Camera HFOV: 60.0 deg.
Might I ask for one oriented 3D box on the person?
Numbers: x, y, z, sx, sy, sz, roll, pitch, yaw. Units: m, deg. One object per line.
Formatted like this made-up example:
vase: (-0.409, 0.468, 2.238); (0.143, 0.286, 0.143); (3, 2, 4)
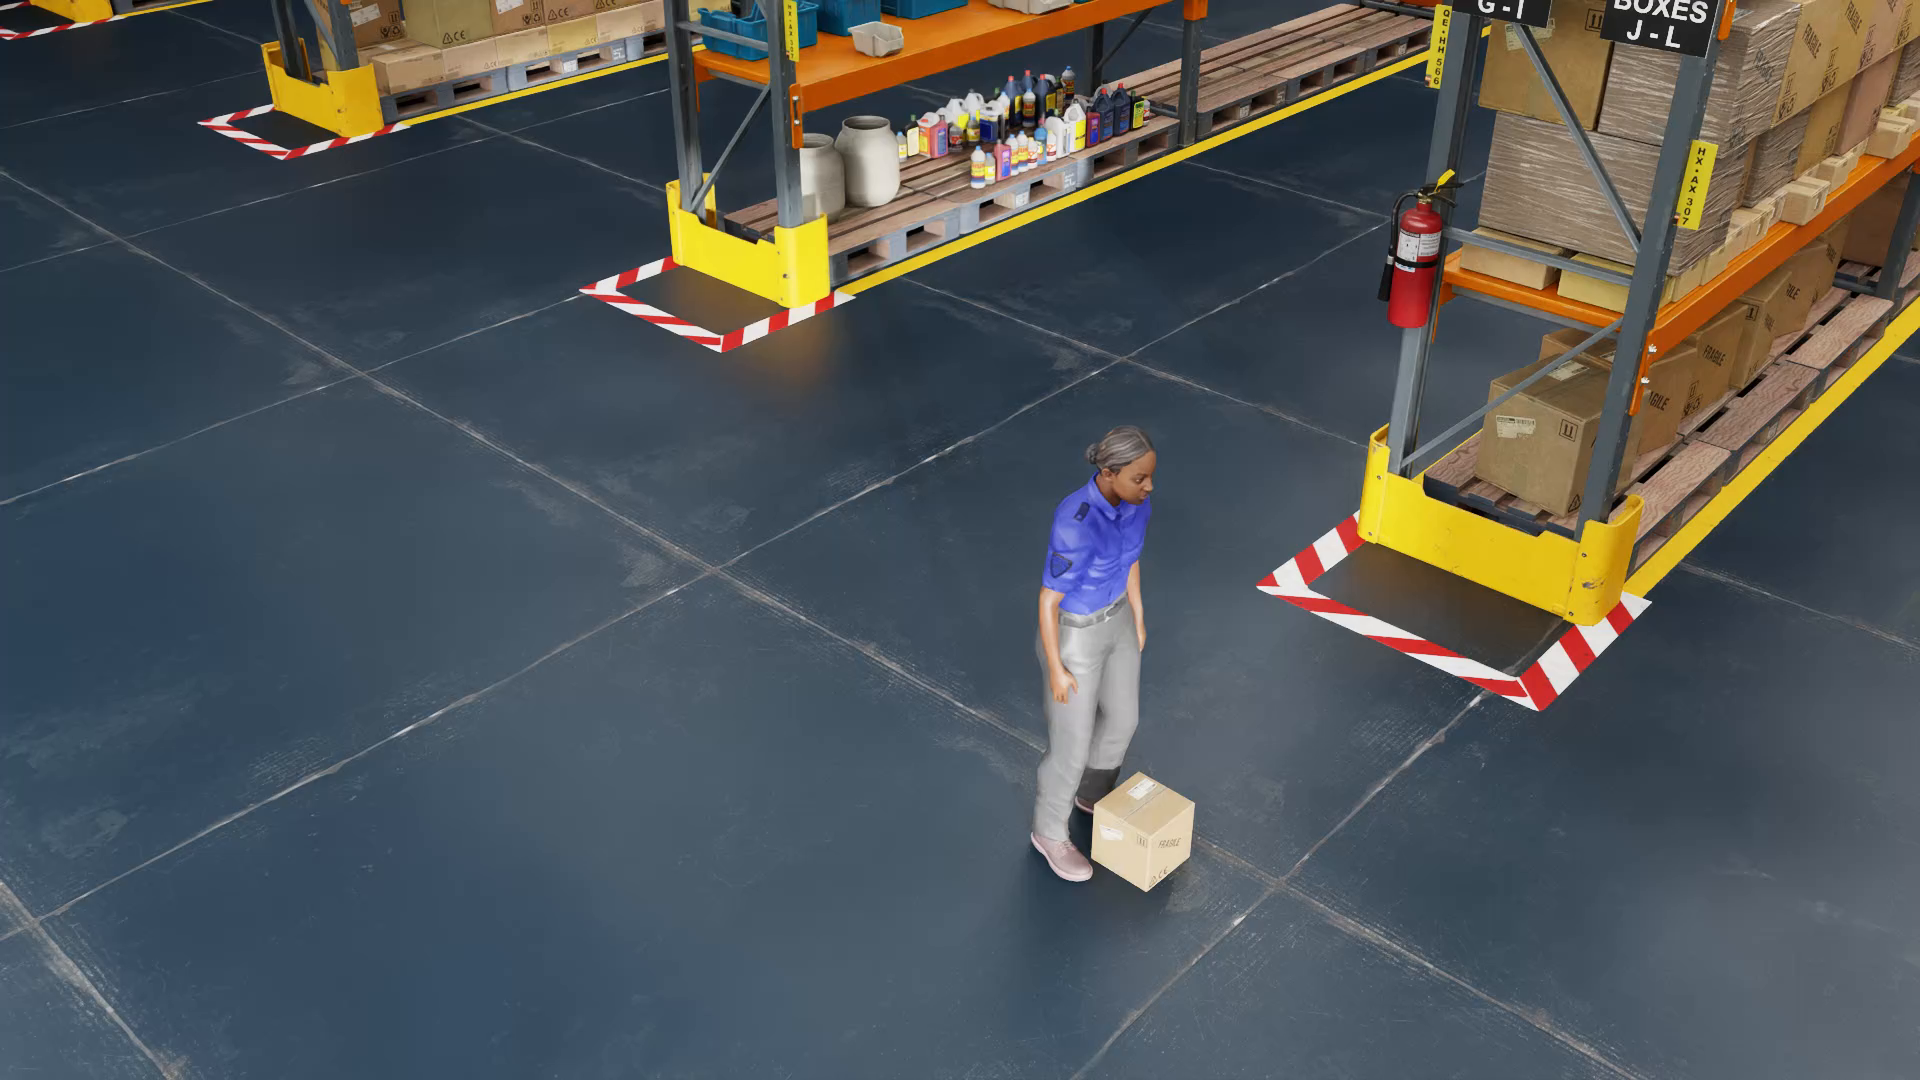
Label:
person: (0.452, 0.344, 5.578); (0.349, 1.654, 0.503); (25, 39, 35)
